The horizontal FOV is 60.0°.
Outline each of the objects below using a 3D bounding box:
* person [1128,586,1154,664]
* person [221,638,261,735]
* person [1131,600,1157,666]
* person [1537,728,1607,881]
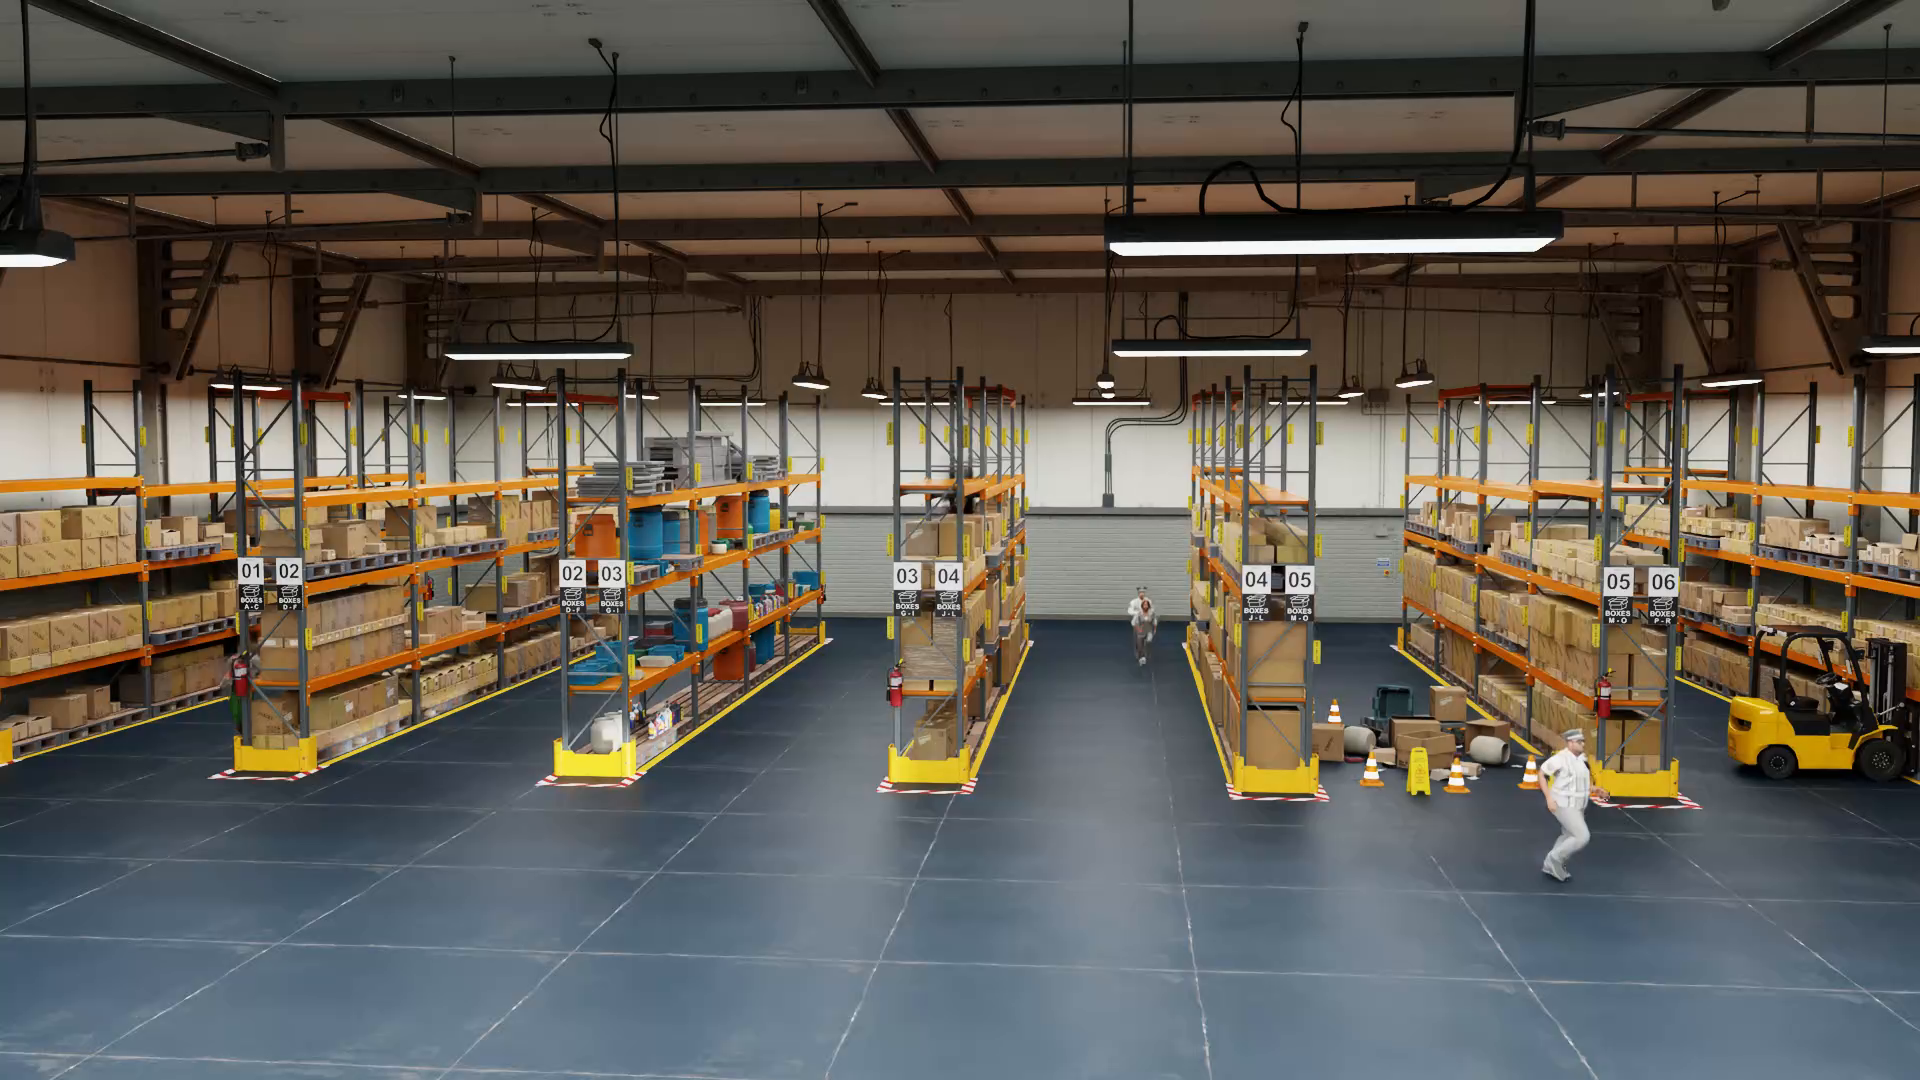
[{"bbox_3d":[4.004,1.847,36.736,0.606,1.685,0.938,0,4,1],"label":"person"},{"bbox_3d":[-11.644,2.452,26.982,0.650,1.739,0.605,0,4,2],"label":"person"},{"bbox_3d":[3.893,1.973,35.073,0.563,1.457,0.857,0,4,0],"label":"person"},{"bbox_3d":[6.874,2.964,18.637,0.642,1.738,0.731,-3,5,-41],"label":"person"}]
